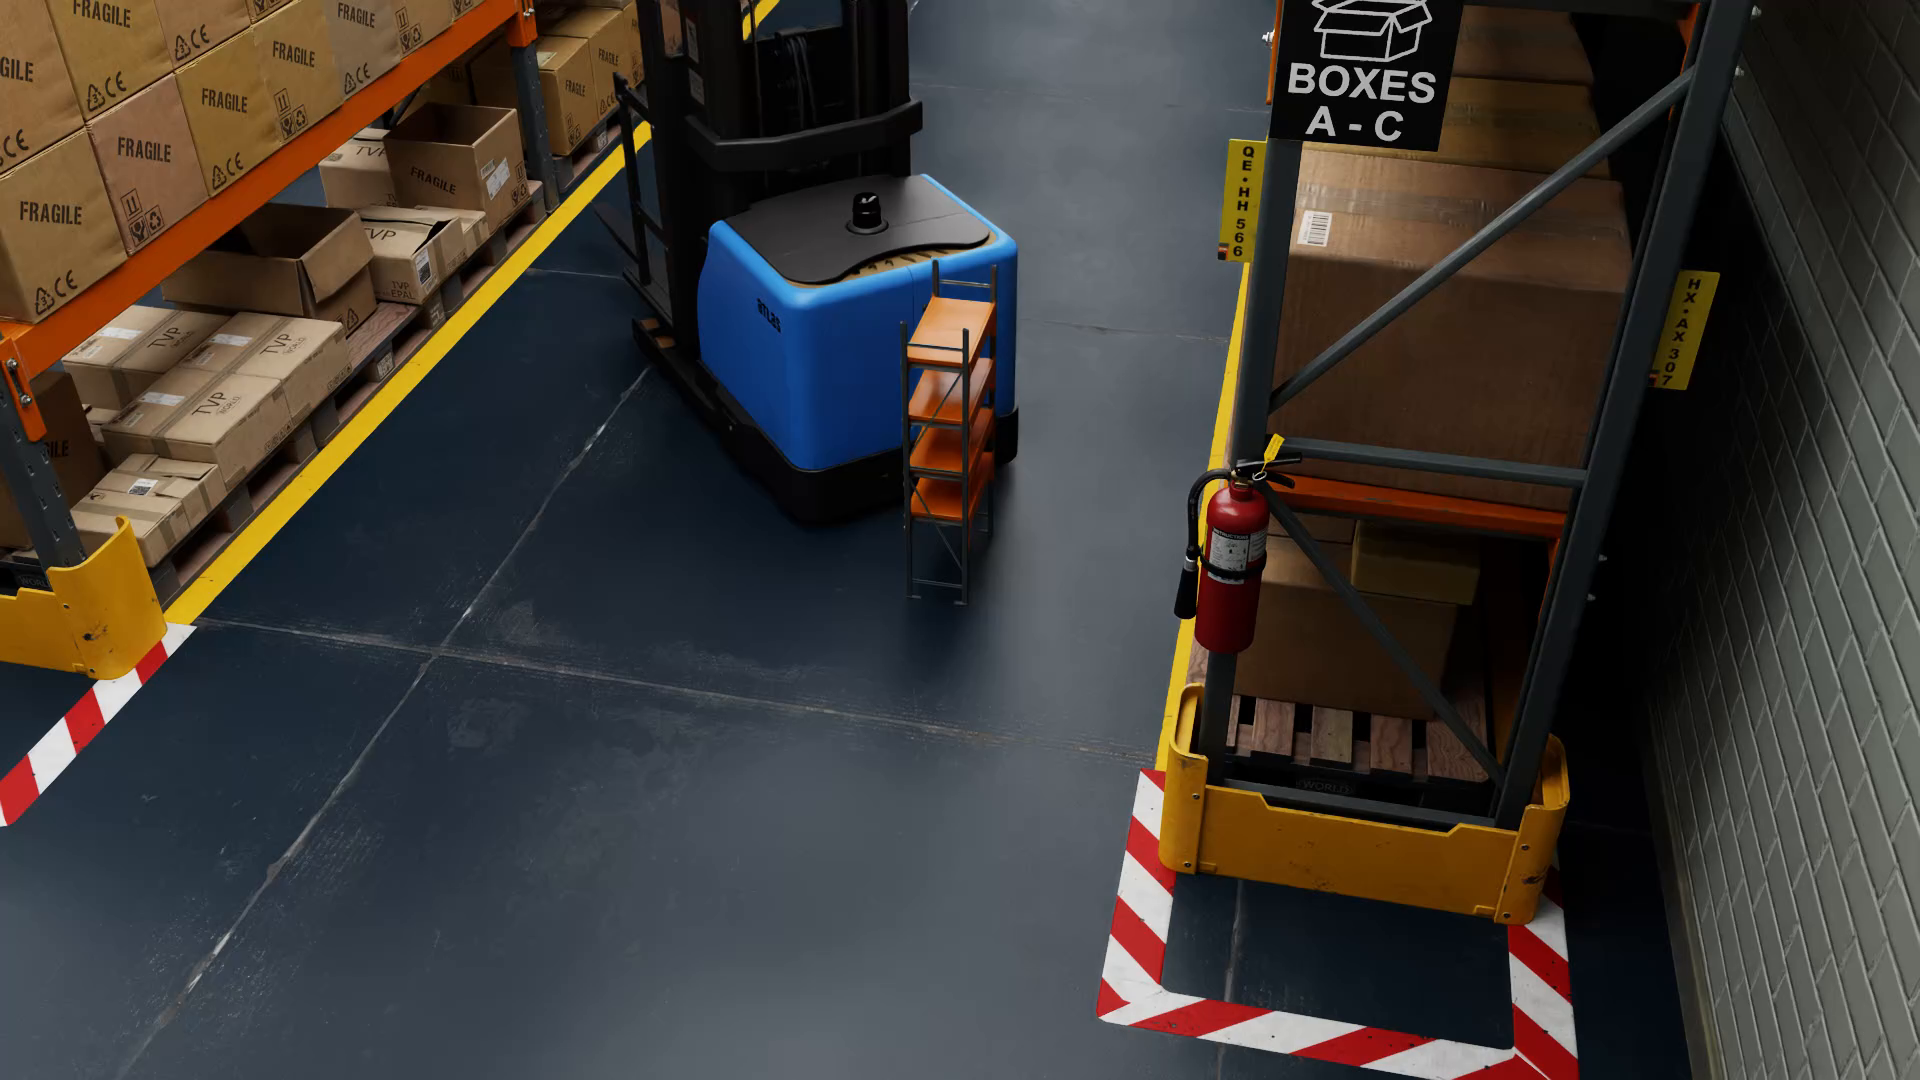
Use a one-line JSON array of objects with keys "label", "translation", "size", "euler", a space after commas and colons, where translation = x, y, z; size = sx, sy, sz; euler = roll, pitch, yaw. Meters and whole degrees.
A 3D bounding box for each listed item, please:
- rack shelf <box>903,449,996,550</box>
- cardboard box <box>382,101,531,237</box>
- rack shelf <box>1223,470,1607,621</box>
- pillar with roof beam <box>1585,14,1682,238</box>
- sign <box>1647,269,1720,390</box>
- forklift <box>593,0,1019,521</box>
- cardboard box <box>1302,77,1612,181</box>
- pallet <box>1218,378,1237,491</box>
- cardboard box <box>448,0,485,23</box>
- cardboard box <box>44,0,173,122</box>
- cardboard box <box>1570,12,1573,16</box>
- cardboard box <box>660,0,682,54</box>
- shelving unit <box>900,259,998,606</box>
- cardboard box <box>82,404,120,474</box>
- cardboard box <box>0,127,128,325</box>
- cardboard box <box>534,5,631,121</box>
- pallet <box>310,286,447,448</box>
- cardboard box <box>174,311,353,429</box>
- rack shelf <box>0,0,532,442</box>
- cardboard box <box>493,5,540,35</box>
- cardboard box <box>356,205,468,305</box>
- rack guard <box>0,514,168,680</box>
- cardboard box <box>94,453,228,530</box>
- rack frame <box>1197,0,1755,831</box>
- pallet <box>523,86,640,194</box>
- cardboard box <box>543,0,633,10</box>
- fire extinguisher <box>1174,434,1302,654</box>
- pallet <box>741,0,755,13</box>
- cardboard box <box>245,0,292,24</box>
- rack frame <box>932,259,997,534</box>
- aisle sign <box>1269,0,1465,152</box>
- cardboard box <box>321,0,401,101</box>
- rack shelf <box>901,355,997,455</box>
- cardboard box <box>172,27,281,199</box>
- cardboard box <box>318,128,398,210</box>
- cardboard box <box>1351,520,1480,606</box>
[{"label": "rack shelf", "translation": [-0.035, -0.176, 6.423], "size": [0.258, 0.148, 0.480], "euler": [7, 37, 10]}, {"label": "cardboard box", "translation": [-2.592, -1.922, 8.601], "size": [0.500, 0.500, 0.500], "euler": [7, 37, 10]}, {"label": "rack shelf", "translation": [1.666, -1.062, 6.272], "size": [1.077, 0.370, 4.000], "euler": [7, 37, 10]}, {"label": "pillar with roof beam", "translation": [-1.417, -4.959, 5.923], "size": [9.100, 9.000, 0.400], "euler": [7, 37, 10]}, {"label": "sign", "translation": [1.779, -0.516, 4.101], "size": [0.100, 0.325, 0.005], "euler": [7, 37, 10]}, {"label": "forklift", "translation": [-0.913, -2.107, 7.159], "size": [1.130, 2.935, 3.031], "euler": [-18, 40, -23]}, {"label": "cardboard box", "translation": [1.482, -1.040, 5.373], "size": [0.980, 0.700, 0.700], "euler": [7, 37, 10]}, {"label": "pallet", "translation": [1.595, -0.243, 6.905], "size": [1.003, 0.211, 1.213], "euler": [7, 37, 10]}, {"label": "cardboard box", "translation": [-2.603, -2.840, 8.027], "size": [0.500, 0.500, 0.500], "euler": [8, 37, 11]}, {"label": "cardboard box", "translation": [-3.145, -1.792, 5.730], "size": [0.500, 0.500, 0.500], "euler": [8, 37, 10]}, {"label": "cardboard box", "translation": [1.800, -1.894, 6.552], "size": [0.980, 0.700, 0.700], "euler": [6, 36, 9]}, {"label": "cardboard box", "translation": [-2.080, -3.414, 10.659], "size": [0.500, 0.500, 0.500], "euler": [6, 36, 8]}, {"label": "shelving unit", "translation": [-0.035, -0.391, 6.267], "size": [0.258, 1.200, 0.503], "euler": [7, 37, 10]}, {"label": "cardboard box", "translation": [-3.552, -0.420, 6.812], "size": [0.380, 0.166, 0.250], "euler": [7, 37, 10]}, {"label": "cardboard box", "translation": [-3.249, -1.087, 5.609], "size": [0.500, 0.500, 0.500], "euler": [8, 37, 11]}, {"label": "cardboard box", "translation": [-2.303, -2.838, 9.865], "size": [0.500, 0.500, 0.500], "euler": [8, 37, 11]}, {"label": "pallet", "translation": [-3.153, -0.894, 7.804], "size": [1.003, 0.211, 1.213], "euler": [7, 37, 10]}, {"label": "cardboard box", "translation": [-2.995, -0.739, 7.182], "size": [0.500, 0.250, 0.500], "euler": [7, 37, 10]}, {"label": "rack shelf", "translation": [-3.175, -1.680, 7.126], "size": [1.077, 0.370, 4.000], "euler": [7, 37, 10]}, {"label": "cardboard box", "translation": [-2.808, -2.886, 9.930], "size": [0.500, 0.500, 0.500], "euler": [7, 37, 10]}, {"label": "cardboard box", "translation": [-2.752, -1.416, 8.063], "size": [0.500, 0.311, 0.500], "euler": [7, 37, 10]}, {"label": "rack guard", "translation": [-3.586, 0.143, 6.126], "size": [1.175, 0.500, 0.348], "euler": [7, 37, 10]}, {"label": "cardboard box", "translation": [-3.123, -0.196, 6.504], "size": [0.380, 0.166, 0.250], "euler": [7, 37, 10]}, {"label": "rack frame", "translation": [1.238, -0.206, 4.479], "size": [1.000, 3.000, 0.127], "euler": [7, 37, 10]}, {"label": "pallet", "translation": [-2.611, -2.460, 9.965], "size": [1.003, 0.211, 1.213], "euler": [7, 37, 10]}, {"label": "cardboard box", "translation": [-2.192, -3.408, 10.012], "size": [0.500, 0.250, 0.500], "euler": [7, 37, 10]}, {"label": "fire extinguisher", "translation": [0.755, 0.005, 4.571], "size": [0.296, 0.674, 0.183], "euler": [7, 37, 10]}, {"label": "pallet", "translation": [-2.089, -3.859, 11.895], "size": [1.003, 0.211, 1.213], "euler": [7, 37, 10]}, {"label": "cardboard box", "translation": [-2.926, -2.370, 6.527], "size": [0.500, 0.500, 0.500], "euler": [7, 37, 10]}, {"label": "rack frame", "translation": [0.017, -0.531, 6.460], "size": [0.240, 1.200, 0.015], "euler": [7, 37, 10]}, {"label": "aisle sign", "translation": [0.930, -1.255, 3.711], "size": [0.394, 0.787, 0.004], "euler": [7, 37, 10]}, {"label": "cardboard box", "translation": [-2.820, -2.250, 7.213], "size": [0.500, 0.500, 0.500], "euler": [8, 37, 11]}, {"label": "rack shelf", "translation": [-0.035, -0.518, 6.175], "size": [0.258, 0.148, 0.480], "euler": [7, 37, 10]}, {"label": "cardboard box", "translation": [-3.034, -1.671, 6.414], "size": [0.500, 0.500, 0.500], "euler": [7, 37, 10]}, {"label": "cardboard box", "translation": [-3.048, -1.994, 8.862], "size": [0.500, 0.311, 0.500], "euler": [7, 37, 10]}, {"label": "cardboard box", "translation": [1.459, 0.056, 5.336], "size": [0.380, 0.149, 0.250], "euler": [8, 37, 10]}]
